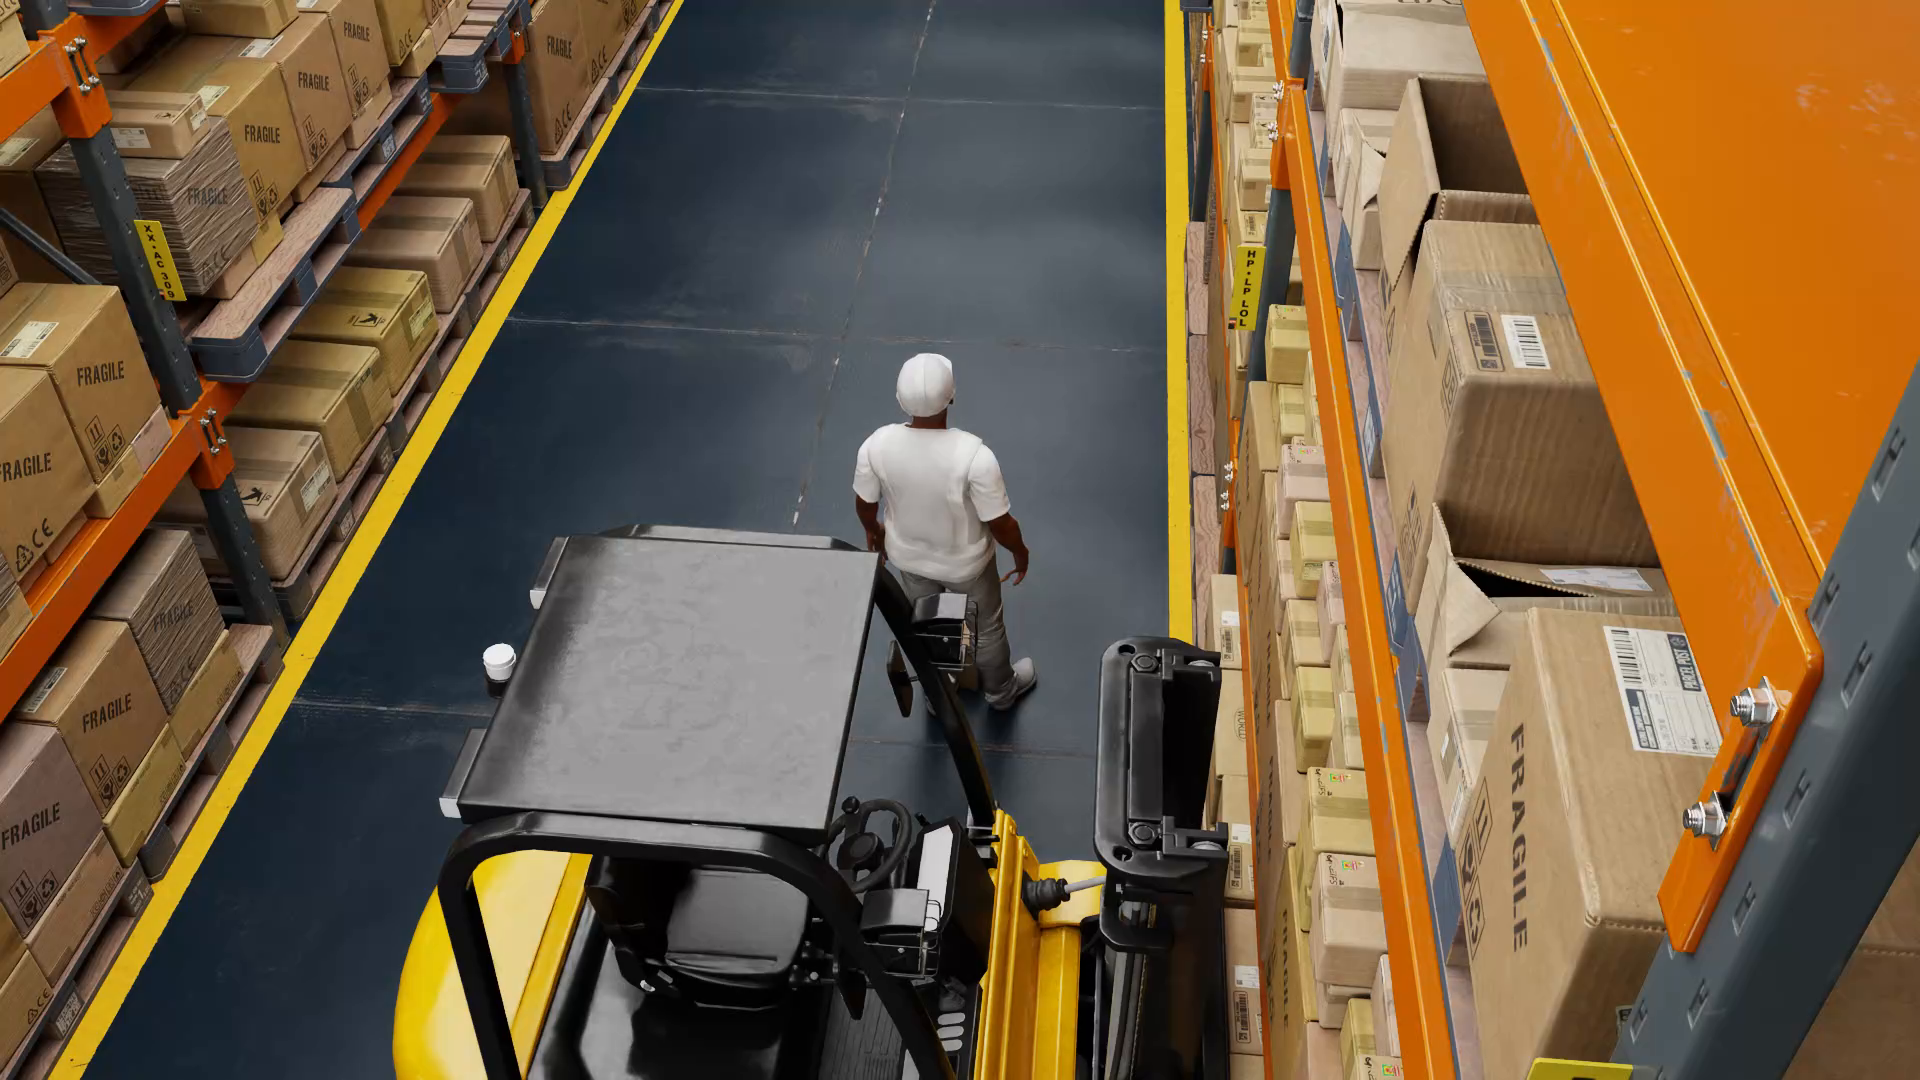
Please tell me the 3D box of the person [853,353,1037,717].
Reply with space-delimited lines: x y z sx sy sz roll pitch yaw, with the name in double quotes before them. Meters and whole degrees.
"person" -0.043 -0.015 6.434 0.665 1.765 0.577 12 41 14
